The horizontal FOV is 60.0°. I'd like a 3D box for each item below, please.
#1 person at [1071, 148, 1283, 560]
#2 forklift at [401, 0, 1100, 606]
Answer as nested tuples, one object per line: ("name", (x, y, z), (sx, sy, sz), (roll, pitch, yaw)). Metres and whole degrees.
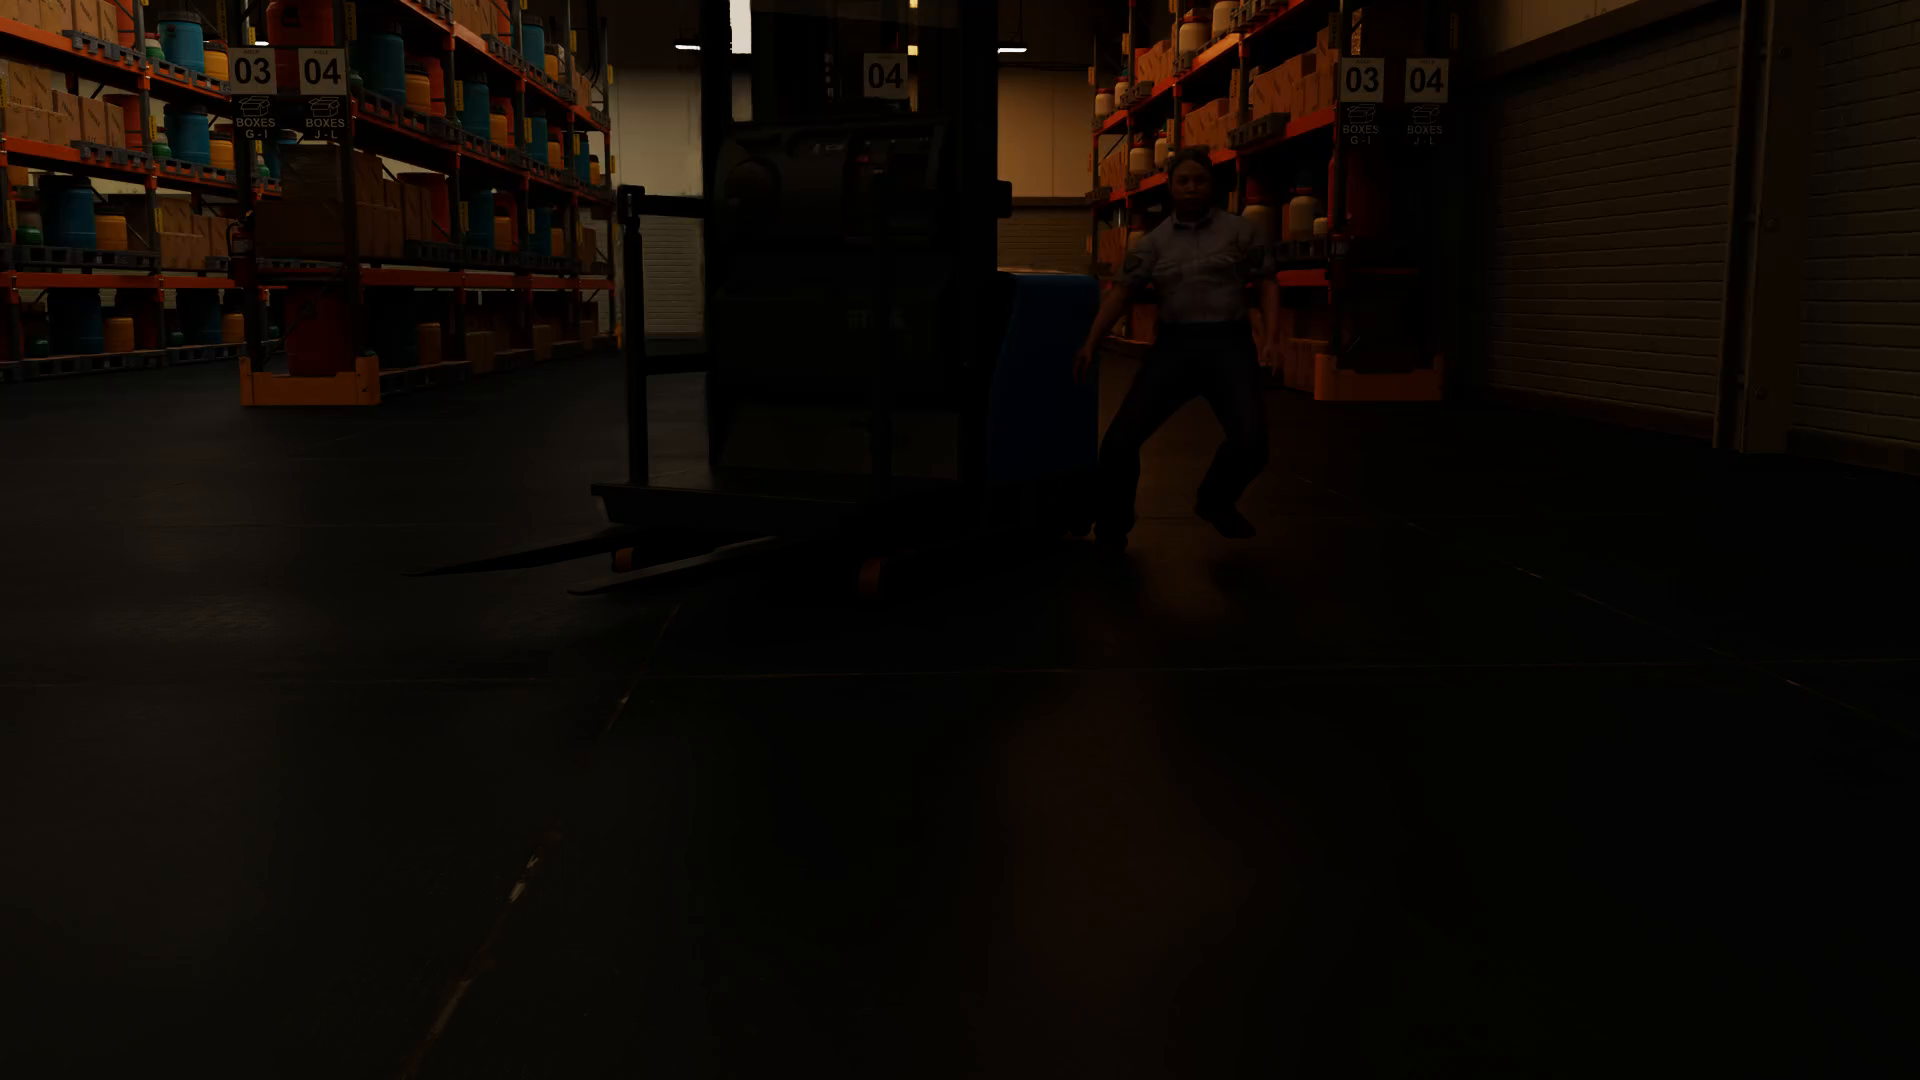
("person", (0.835, -0.676, 6.250), (0.760, 1.575, 0.468), (3, 9, 18))
("forklift", (-0.561, -1.309, 5.649), (1.130, 2.935, 3.031), (5, 10, 28))
